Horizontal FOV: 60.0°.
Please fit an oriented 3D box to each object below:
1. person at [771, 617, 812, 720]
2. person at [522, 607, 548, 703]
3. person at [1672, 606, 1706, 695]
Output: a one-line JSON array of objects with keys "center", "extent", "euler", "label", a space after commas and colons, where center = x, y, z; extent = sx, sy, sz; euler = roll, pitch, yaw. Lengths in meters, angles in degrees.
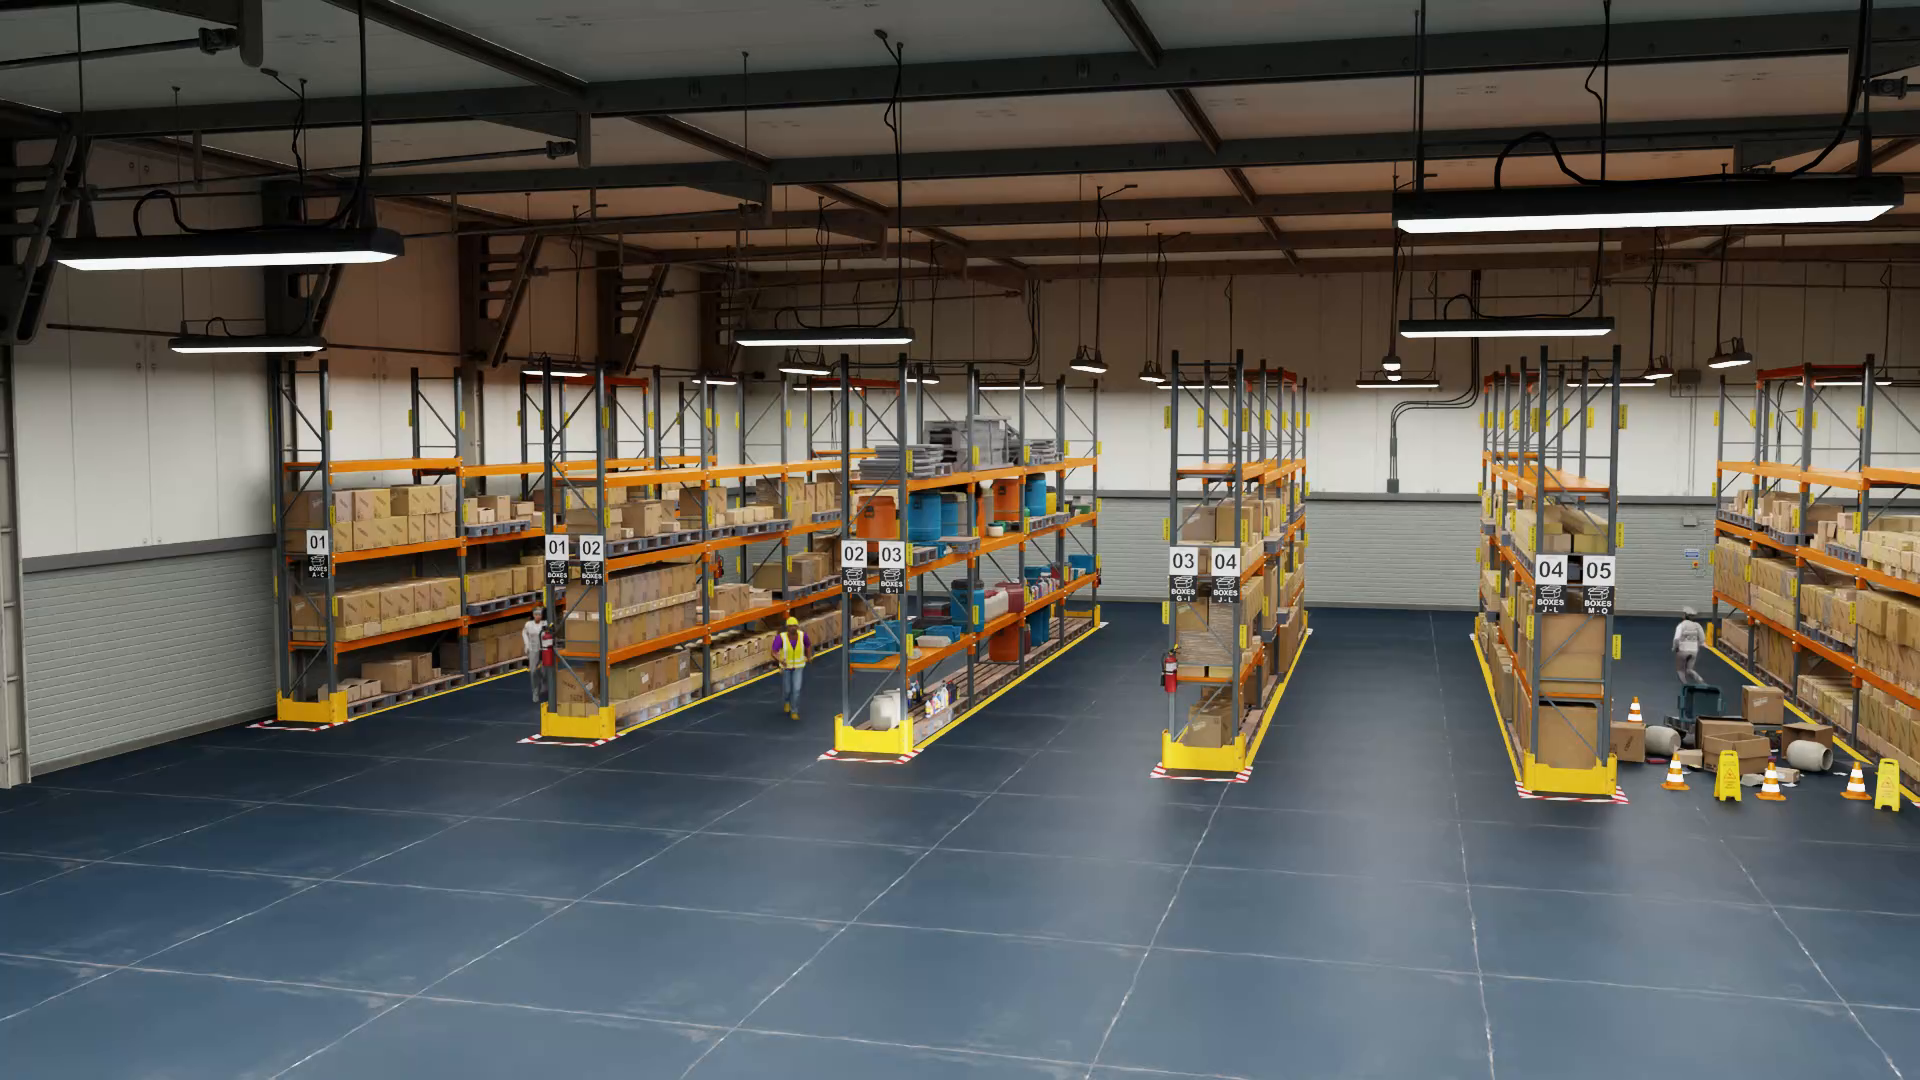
[{"center": [-2.842, 2.135, 27.982], "extent": [0.701, 1.722, 0.807], "euler": [-1, 4, -12], "label": "person"}, {"center": [-7.563, 2.015, 29.842], "extent": [0.574, 1.686, 0.881], "euler": [-1, 4, -12], "label": "person"}, {"center": [13.176, 2.029, 30.044], "extent": [0.628, 1.651, 0.651], "euler": [0, 4, -3], "label": "person"}]
